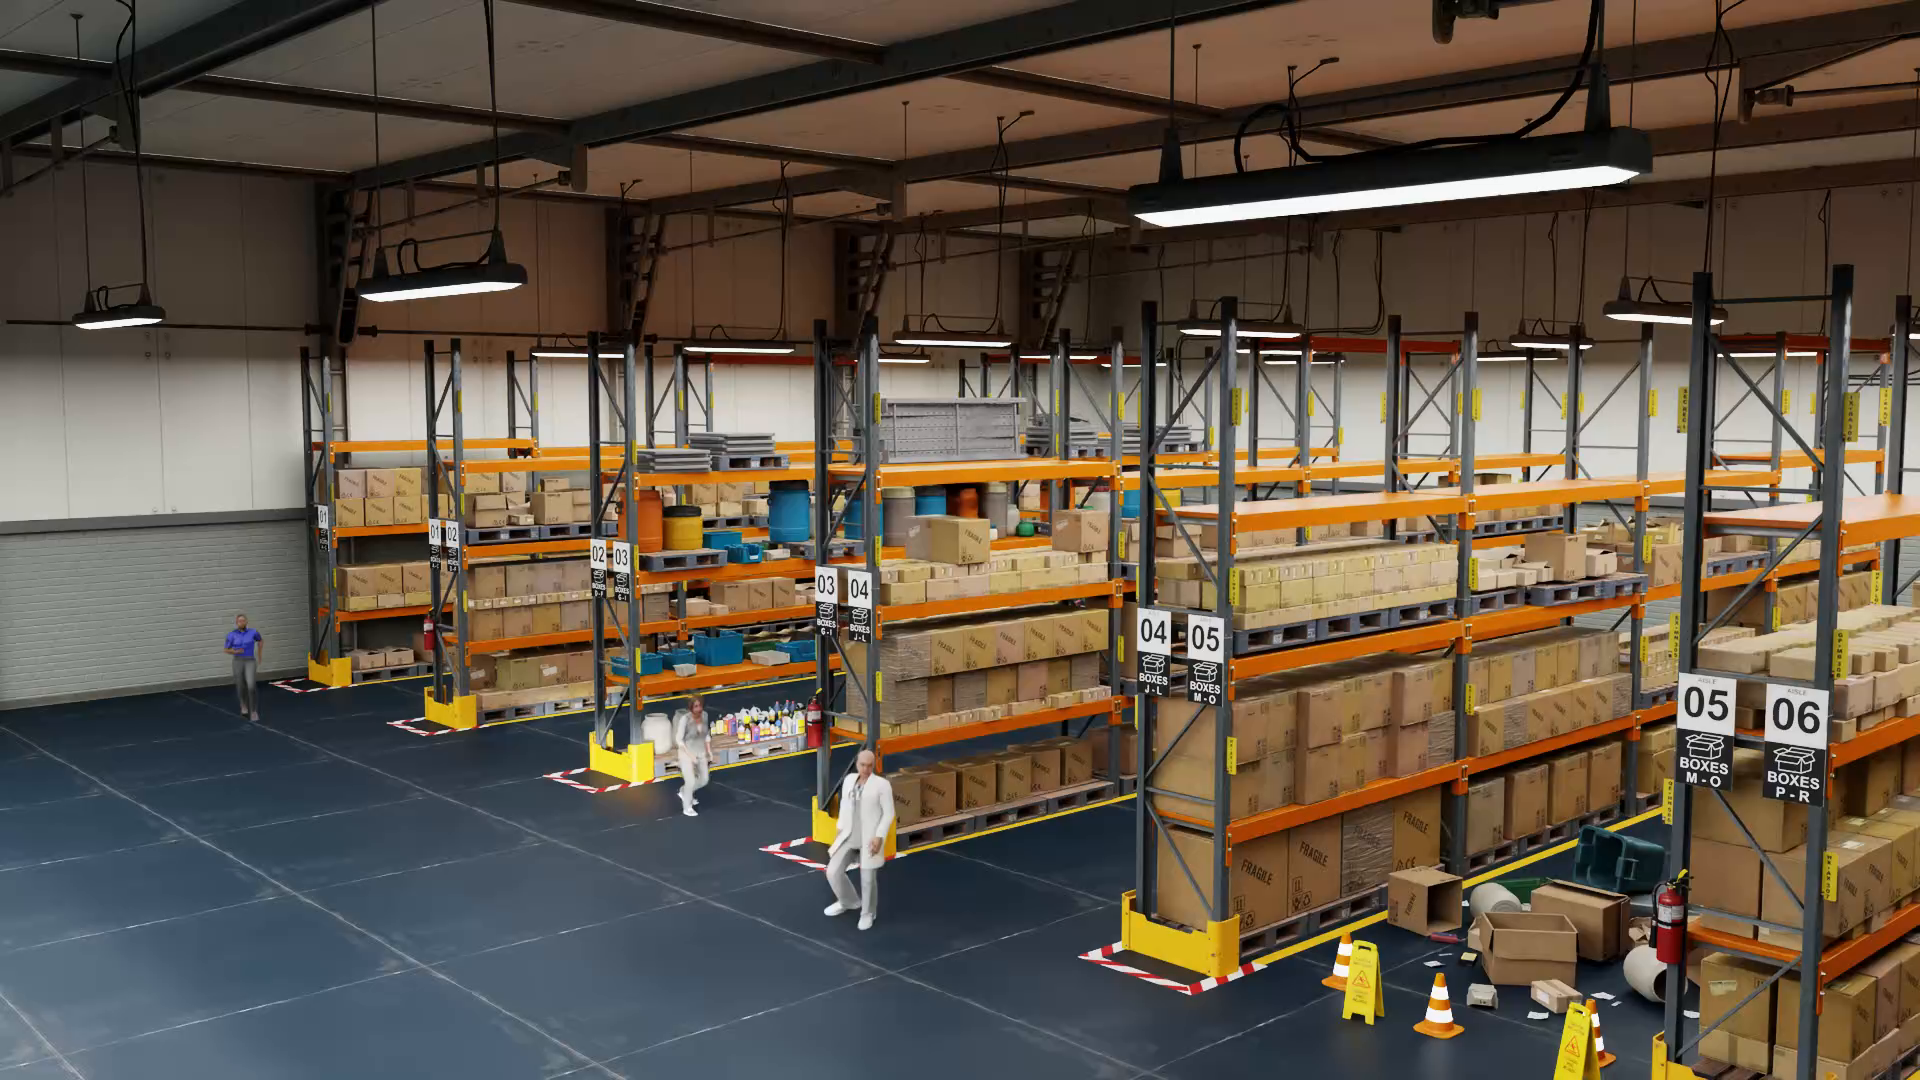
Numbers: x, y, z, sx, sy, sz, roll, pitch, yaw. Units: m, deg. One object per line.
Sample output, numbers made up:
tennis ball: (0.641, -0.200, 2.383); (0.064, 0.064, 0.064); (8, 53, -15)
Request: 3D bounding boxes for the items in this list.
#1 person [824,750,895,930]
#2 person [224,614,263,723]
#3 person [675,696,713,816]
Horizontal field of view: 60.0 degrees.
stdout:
person: (-0.996, 2.895, 16.050); (0.816, 1.773, 0.644); (2, 5, 22)
person: (-11.350, 2.024, 26.373); (0.549, 1.690, 0.750); (-2, 5, -19)
person: (-3.278, 2.640, 20.309); (0.526, 1.488, 0.709); (-4, 7, -39)
